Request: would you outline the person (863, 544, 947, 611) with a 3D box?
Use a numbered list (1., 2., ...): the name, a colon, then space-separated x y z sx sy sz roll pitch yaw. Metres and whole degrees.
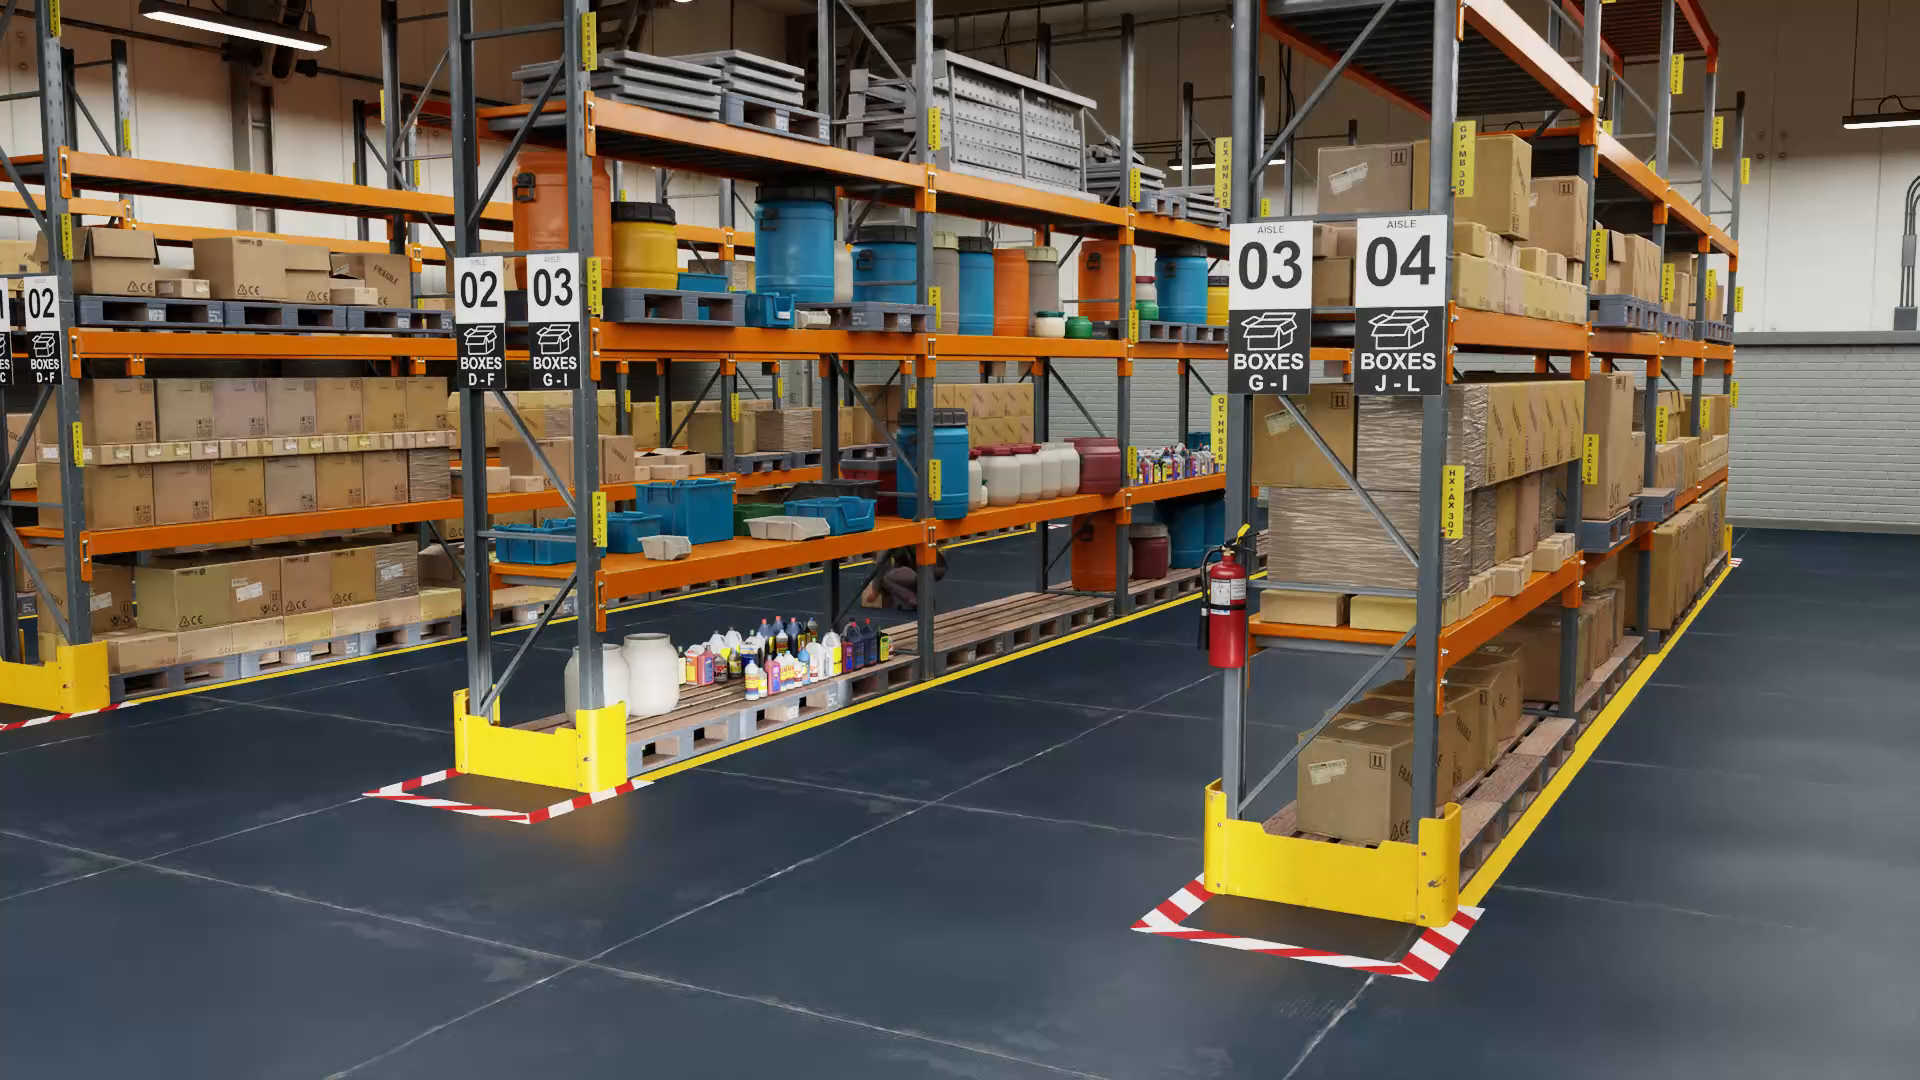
1. person: -0.582 0.304 17.584 0.873 0.851 0.532 3 7 29
